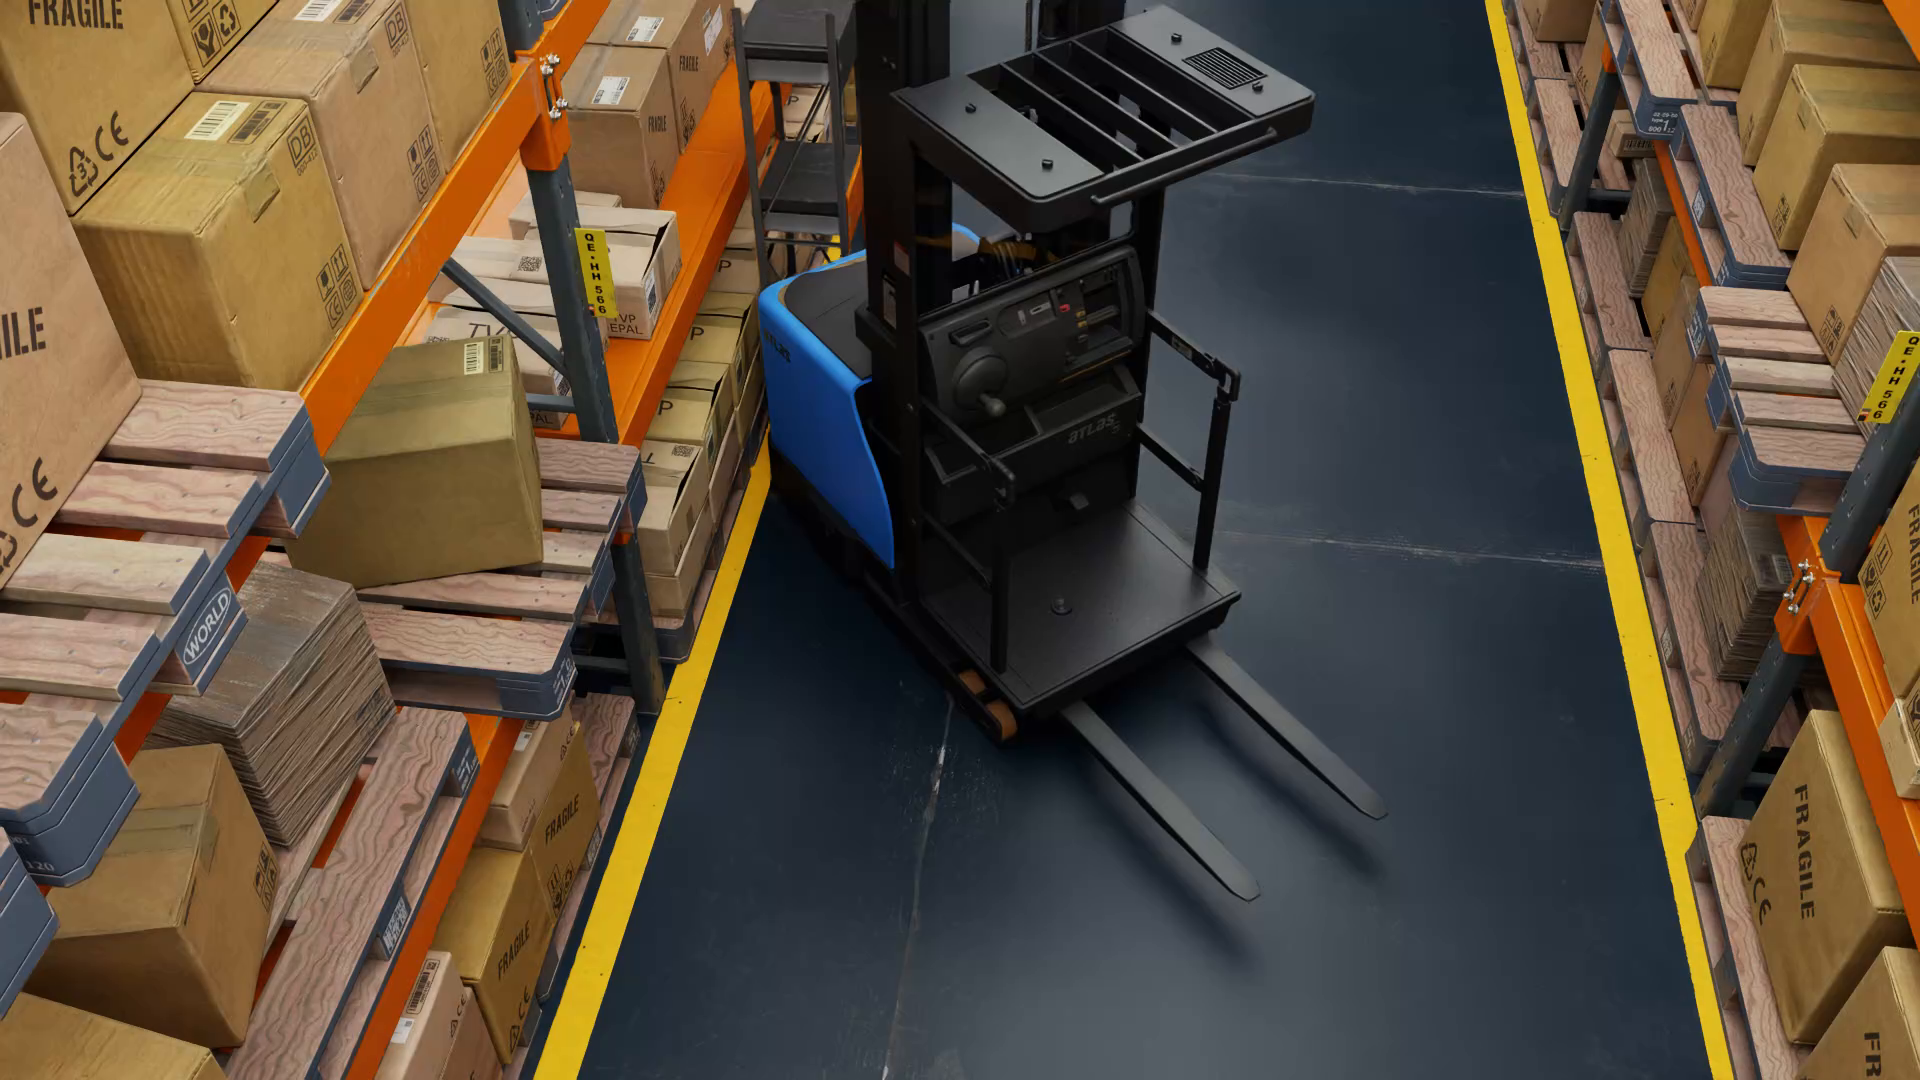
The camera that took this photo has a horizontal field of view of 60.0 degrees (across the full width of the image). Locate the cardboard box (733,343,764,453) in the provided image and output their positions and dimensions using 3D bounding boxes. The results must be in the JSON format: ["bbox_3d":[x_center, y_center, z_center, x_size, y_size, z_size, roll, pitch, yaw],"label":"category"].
[{"bbox_3d":[-1.184,-0.662,7.484,0.500,0.250,0.500,4,44,4],"label":"cardboard box"}]

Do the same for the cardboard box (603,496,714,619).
[{"bbox_3d":[-1.312,0.036,6.747,0.500,0.250,0.500,5,44,5],"label":"cardboard box"}]

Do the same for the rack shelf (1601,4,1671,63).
[{"bbox_3d":[4.032,-3.860,9.690,1.077,0.370,4.000,5,44,6],"label":"rack shelf"}]

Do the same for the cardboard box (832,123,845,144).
[{"bbox_3d":[-0.911,-2.051,8.951,0.500,0.250,0.500,5,44,5],"label":"cardboard box"}]

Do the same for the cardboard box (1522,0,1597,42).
[{"bbox_3d":[3.893,-3.389,10.168,0.700,0.500,0.500,3,44,3],"label":"cardboard box"}]

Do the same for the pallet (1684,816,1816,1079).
[{"bbox_3d":[3.059,1.511,5.523,1.003,0.211,1.213,5,44,6],"label":"pallet"}]

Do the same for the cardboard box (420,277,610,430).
[{"bbox_3d":[-1.581,-0.691,5.886,0.500,0.311,0.500,8,44,8],"label":"cardboard box"}]

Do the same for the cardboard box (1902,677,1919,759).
[{"bbox_3d":[2.842,0.480,4.280,0.500,0.500,0.500,7,44,7],"label":"cardboard box"}]

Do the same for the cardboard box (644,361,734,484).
[{"bbox_3d":[-1.251,-0.527,6.933,0.500,0.311,0.500,4,44,4],"label":"cardboard box"}]

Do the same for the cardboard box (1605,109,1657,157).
[{"bbox_3d":[3.808,-2.256,9.214,0.380,0.166,0.250,0,43,0],"label":"cardboard box"}]

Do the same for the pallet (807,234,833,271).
[{"bbox_3d":[-1.202,-1.688,8.901,1.003,0.211,1.213,5,44,6],"label":"pallet"}]

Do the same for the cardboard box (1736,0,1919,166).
[{"bbox_3d":[3.529,-1.779,6.576,0.700,0.500,0.500,11,45,11],"label":"cardboard box"}]

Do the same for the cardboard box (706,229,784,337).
[{"bbox_3d":[-1.114,-1.224,7.670,0.500,0.311,0.500,5,44,5],"label":"cardboard box"}]

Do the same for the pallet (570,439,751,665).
[{"bbox_3d":[-1.525,-0.025,7.145,1.003,0.211,1.213,5,44,6],"label":"pallet"}]

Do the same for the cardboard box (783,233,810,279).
[{"bbox_3d":[-1.047,-1.358,8.219,0.500,0.250,0.500,6,44,6],"label":"cardboard box"}]

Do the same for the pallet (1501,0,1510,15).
[{"bbox_3d":[4.144,-3.869,11.205,1.003,0.211,1.213,5,44,6],"label":"pallet"}]

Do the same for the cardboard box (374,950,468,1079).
[{"bbox_3d":[-1.698,1.391,4.574,0.500,0.250,0.500,4,44,5],"label":"cardboard box"}]

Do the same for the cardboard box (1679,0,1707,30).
[{"bbox_3d":[3.666,-2.610,7.455,0.700,0.500,0.500,5,44,6],"label":"cardboard box"}]

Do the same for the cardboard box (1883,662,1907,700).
[{"bbox_3d":[2.923,0.426,4.809,0.380,0.149,0.250,6,44,6],"label":"cardboard box"}]

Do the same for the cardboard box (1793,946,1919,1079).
[{"bbox_3d":[2.889,1.682,4.573,0.750,0.750,0.750,5,44,5],"label":"cardboard box"}]

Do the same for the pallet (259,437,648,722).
[{"bbox_3d":[-1.692,0.058,5.169,1.213,0.211,1.003,5,44,6],"label":"pallet"}]

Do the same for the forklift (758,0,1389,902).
[{"bbox_3d":[0.401,-0.661,5.839,1.130,2.935,3.031,-25,49,-24],"label":"forklift"}]

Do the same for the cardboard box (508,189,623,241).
[{"bbox_3d":[-1.560,-1.263,6.607,0.380,0.149,0.250,8,44,9],"label":"cardboard box"}]

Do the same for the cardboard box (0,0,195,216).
[{"bbox_3d":[-1.871,-0.977,3.140,0.500,0.500,0.500,5,44,6],"label":"cardboard box"}]

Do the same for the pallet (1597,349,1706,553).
[{"bbox_3d":[3.507,-0.381,7.521,1.003,0.211,1.213,5,44,6],"label":"pallet"}]

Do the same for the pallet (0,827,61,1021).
[{"bbox_3d":[-2.045,0.787,2.214,1.213,0.211,1.003,5,44,6],"label":"pallet"}]

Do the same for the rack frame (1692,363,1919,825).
[{"bbox_3d":[3.238,-0.032,5.124,1.000,3.000,0.127,5,44,6],"label":"rack frame"}]

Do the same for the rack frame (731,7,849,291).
[{"bbox_3d":[-0.670,-1.261,7.074,0.400,2.100,0.015,5,44,6],"label":"rack frame"}]

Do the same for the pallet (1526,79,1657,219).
[{"bbox_3d":[3.821,-2.207,9.449,1.003,0.211,1.213,5,44,6],"label":"pallet"}]

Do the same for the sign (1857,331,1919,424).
[{"bbox_3d":[2.699,-0.467,4.799,0.100,0.325,0.005,5,44,6],"label":"sign"}]

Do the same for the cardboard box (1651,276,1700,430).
[{"bbox_3d":[3.560,-0.806,7.440,0.700,0.500,0.500,6,44,6],"label":"cardboard box"}]

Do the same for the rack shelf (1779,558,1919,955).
[{"bbox_3d":[2.974,1.592,3.932,1.077,0.370,4.000,5,44,6],"label":"rack shelf"}]

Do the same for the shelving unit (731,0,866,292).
[{"bbox_3d":[-0.637,-1.428,7.249,0.431,2.100,0.503,5,44,6],"label":"shelving unit"}]

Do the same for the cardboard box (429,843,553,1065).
[{"bbox_3d":[-1.632,1.279,5.237,0.500,0.500,0.500,4,44,4],"label":"cardboard box"}]

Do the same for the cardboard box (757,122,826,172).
[{"bbox_3d":[-0.975,-1.906,8.390,0.500,0.311,0.500,6,44,7],"label":"cardboard box"}]

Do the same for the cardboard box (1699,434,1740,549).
[{"bbox_3d":[3.465,-0.120,6.715,0.700,0.500,0.500,5,44,5],"label":"cardboard box"}]

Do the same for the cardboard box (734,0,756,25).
[{"bbox_3d":[-1.078,-2.541,7.872,0.396,0.266,0.258,4,44,4],"label":"cardboard box"}]

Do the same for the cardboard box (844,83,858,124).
[{"bbox_3d":[-0.782,-2.648,9.582,0.500,0.250,0.500,5,44,6],"label":"cardboard box"}]

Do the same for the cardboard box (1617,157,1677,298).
[{"bbox_3d":[3.686,-1.507,8.180,0.700,0.500,0.500,7,44,7],"label":"cardboard box"}]

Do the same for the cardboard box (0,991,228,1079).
[{"bbox_3d":[-1.889,1.281,3.360,0.700,0.500,0.500,12,45,12],"label":"cardboard box"}]

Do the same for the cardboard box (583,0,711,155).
[{"bbox_3d":[-1.397,-2.020,7.151,0.500,0.500,0.500,5,44,6],"label":"cardboard box"}]

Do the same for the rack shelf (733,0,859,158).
[{"bbox_3d":[-0.641,-1.924,6.775,0.431,0.518,0.480,5,44,6],"label":"rack shelf"}]

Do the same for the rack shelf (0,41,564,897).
[{"bbox_3d":[-1.937,0.055,3.374,1.077,0.370,4.000,5,44,6],"label":"rack shelf"}]

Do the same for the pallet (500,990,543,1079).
[{"bbox_3d":[-1.972,1.867,5.147,1.003,0.211,1.213,5,44,6],"label":"pallet"}]

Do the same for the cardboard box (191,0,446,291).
[{"bbox_3d":[-1.764,-0.957,3.847,0.910,0.500,0.500,5,44,6],"label":"cardboard box"}]

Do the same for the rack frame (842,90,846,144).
[{"bbox_3d":[-1.143,-3.206,8.476,1.000,3.000,0.127,5,44,6],"label":"rack frame"}]

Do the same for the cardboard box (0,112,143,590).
[{"bbox_3d":[-1.888,-0.314,2.790,0.600,0.600,0.600,4,44,4],"label":"cardboard box"}]

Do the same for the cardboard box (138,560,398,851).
[{"bbox_3d":[-1.954,0.377,4.314,0.700,0.500,0.500,13,45,13],"label":"cardboard box"}]

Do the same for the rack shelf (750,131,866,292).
[{"bbox_3d":[-0.637,-1.418,7.258,0.431,0.518,0.480,5,44,6],"label":"rack shelf"}]

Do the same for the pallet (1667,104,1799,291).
[{"bbox_3d":[3.460,-1.315,6.619,1.003,0.211,1.213,5,44,6],"label":"pallet"}]

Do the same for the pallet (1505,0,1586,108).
[{"bbox_3d":[3.980,-3.040,10.330,1.003,0.211,1.213,5,44,6],"label":"pallet"}]

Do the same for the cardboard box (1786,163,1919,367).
[{"bbox_3d":[3.338,-0.933,5.683,0.700,0.500,0.500,1,43,2],"label":"cardboard box"}]
